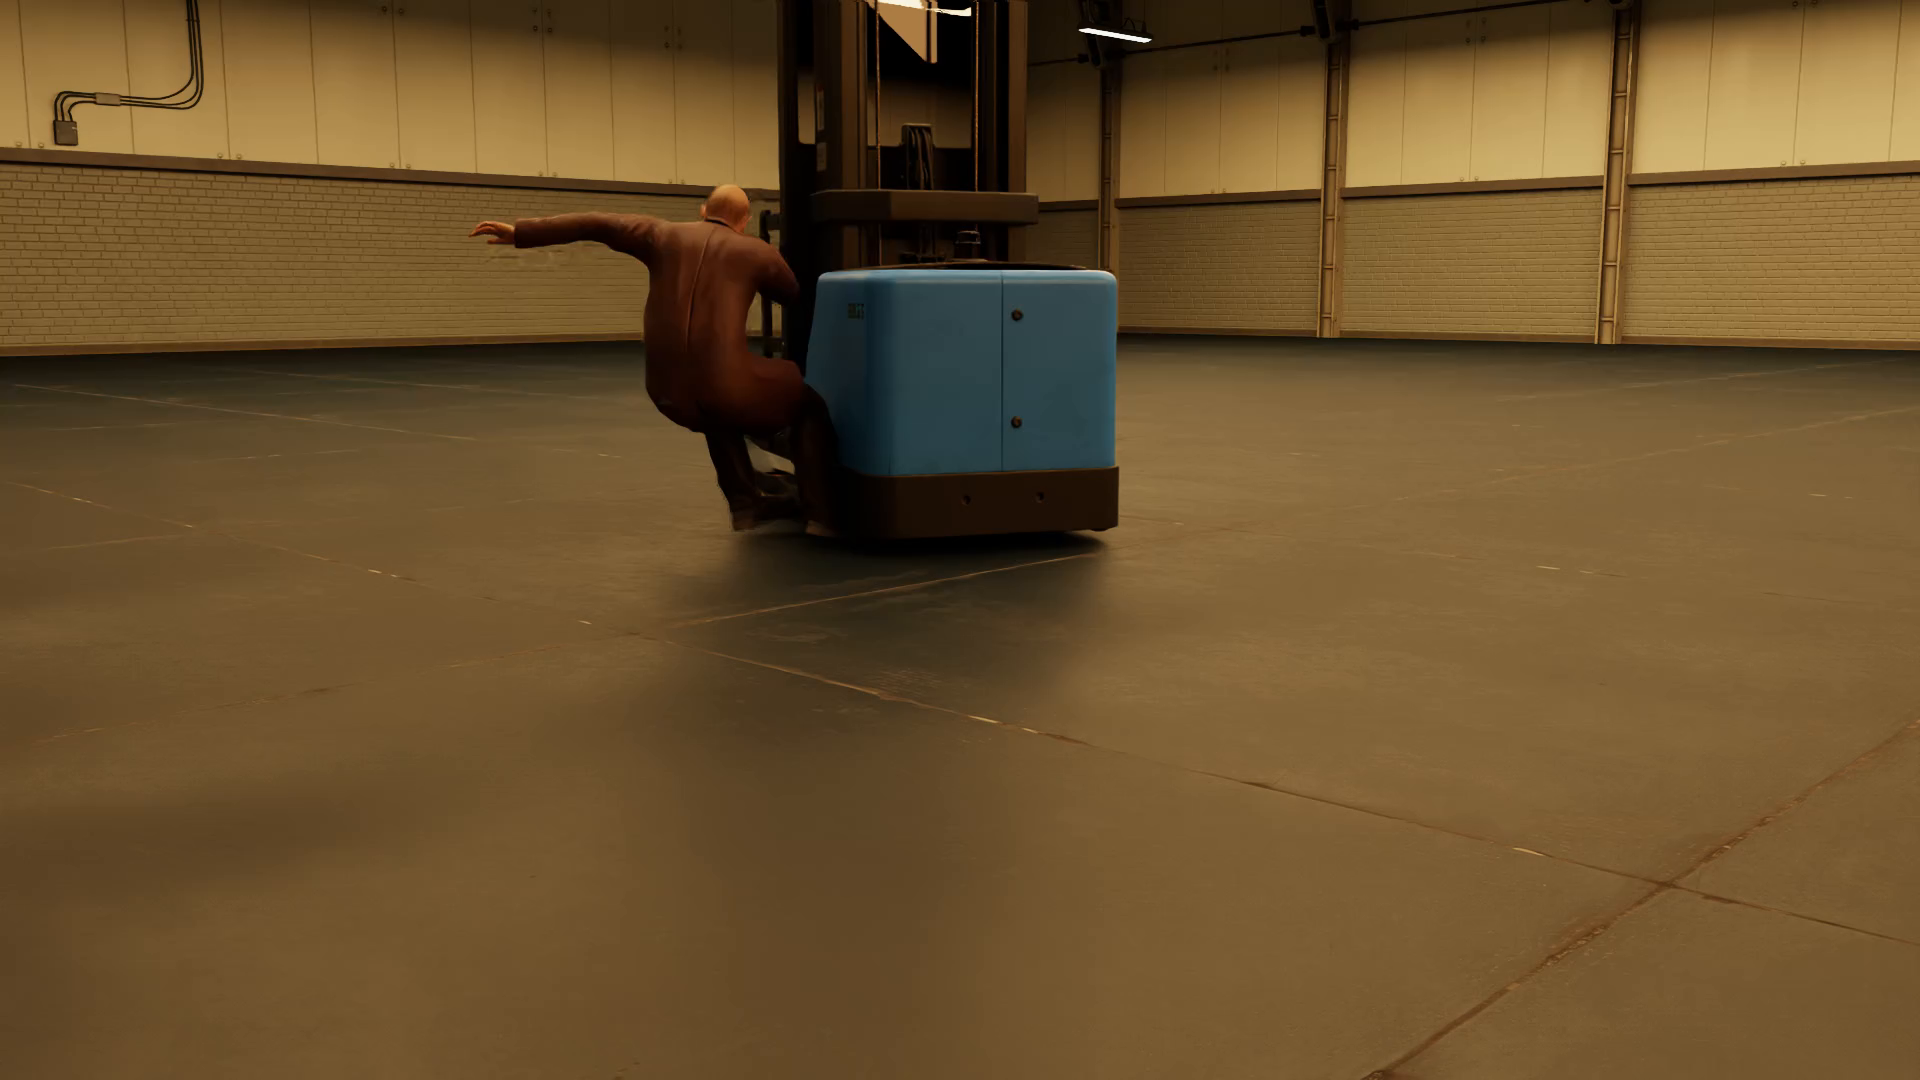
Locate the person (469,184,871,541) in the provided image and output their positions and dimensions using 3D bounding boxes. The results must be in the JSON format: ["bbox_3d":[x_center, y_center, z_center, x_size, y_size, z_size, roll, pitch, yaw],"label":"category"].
[{"bbox_3d":[-1.095,-0.672,6.564,1.462,1.431,0.748,1,9,7],"label":"person"}]

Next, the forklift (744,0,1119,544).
[{"bbox_3d":[-0.344,-1.614,7.590,1.130,2.935,3.031,-3,9,-19],"label":"forklift"}]
